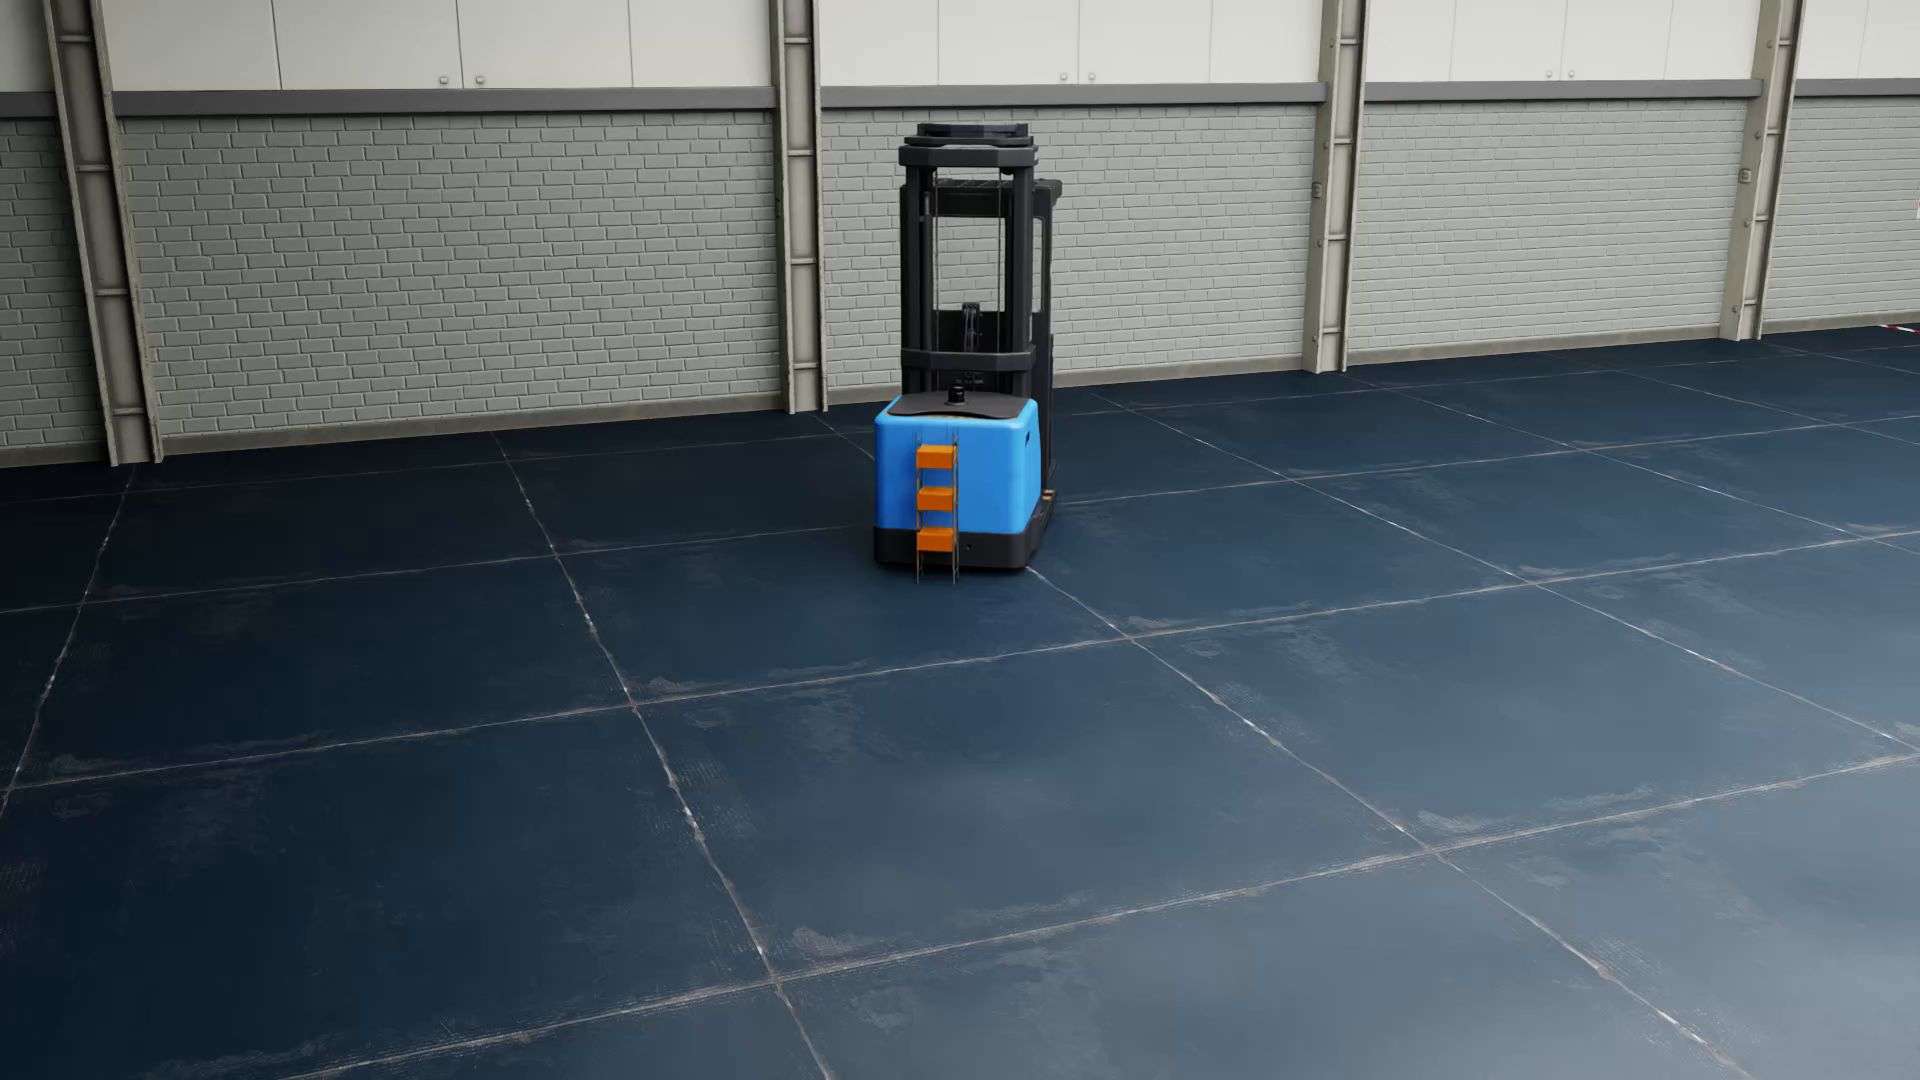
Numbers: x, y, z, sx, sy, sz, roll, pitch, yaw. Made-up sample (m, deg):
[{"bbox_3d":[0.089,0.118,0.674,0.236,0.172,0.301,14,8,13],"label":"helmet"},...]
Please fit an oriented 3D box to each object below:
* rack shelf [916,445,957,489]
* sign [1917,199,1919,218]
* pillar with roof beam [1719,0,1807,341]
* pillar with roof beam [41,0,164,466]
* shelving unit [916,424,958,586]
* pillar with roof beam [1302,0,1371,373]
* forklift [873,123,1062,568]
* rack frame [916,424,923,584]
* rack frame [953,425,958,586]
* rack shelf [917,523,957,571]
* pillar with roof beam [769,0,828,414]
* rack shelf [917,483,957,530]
[{"bbox_3d":[-0.150,-0.493,10.944,0.240,0.259,0.215,2,17,8],"label":"rack shelf"},{"bbox_3d":[12.391,-4.298,21.347,0.234,0.329,0.001,-6,17,-20],"label":"sign"},{"bbox_3d":[11.203,-5.689,15.501,0.400,9.000,9.100,-6,17,-20],"label":"pillar with roof beam"},{"bbox_3d":[-5.605,-3.875,9.322,0.400,9.000,9.100,-6,17,-20],"label":"pillar with roof beam"},{"bbox_3d":[-0.150,-0.231,11.021,0.252,1.050,0.215,2,17,8],"label":"shelving unit"},{"bbox_3d":[5.600,-5.084,13.441,0.400,9.000,9.100,-6,17,-20],"label":"pillar with roof beam"},{"bbox_3d":[0.154,-1.586,12.298,1.130,2.935,3.031,3,17,9],"label":"forklift"},{"bbox_3d":[-0.271,-0.236,11.038,0.008,1.050,0.200,2,17,8],"label":"rack frame"},{"bbox_3d":[-0.029,-0.226,11.004,0.008,1.050,0.200,2,17,8],"label":"rack frame"},{"bbox_3d":[-0.150,0.046,11.102,0.240,0.259,0.215,2,17,8],"label":"rack shelf"},{"bbox_3d":[-0.003,-4.480,11.381,0.400,9.000,9.100,-6,17,-20],"label":"pillar with roof beam"},{"bbox_3d":[-0.150,-0.221,11.024,0.240,0.259,0.215,2,17,8],"label":"rack shelf"}]
